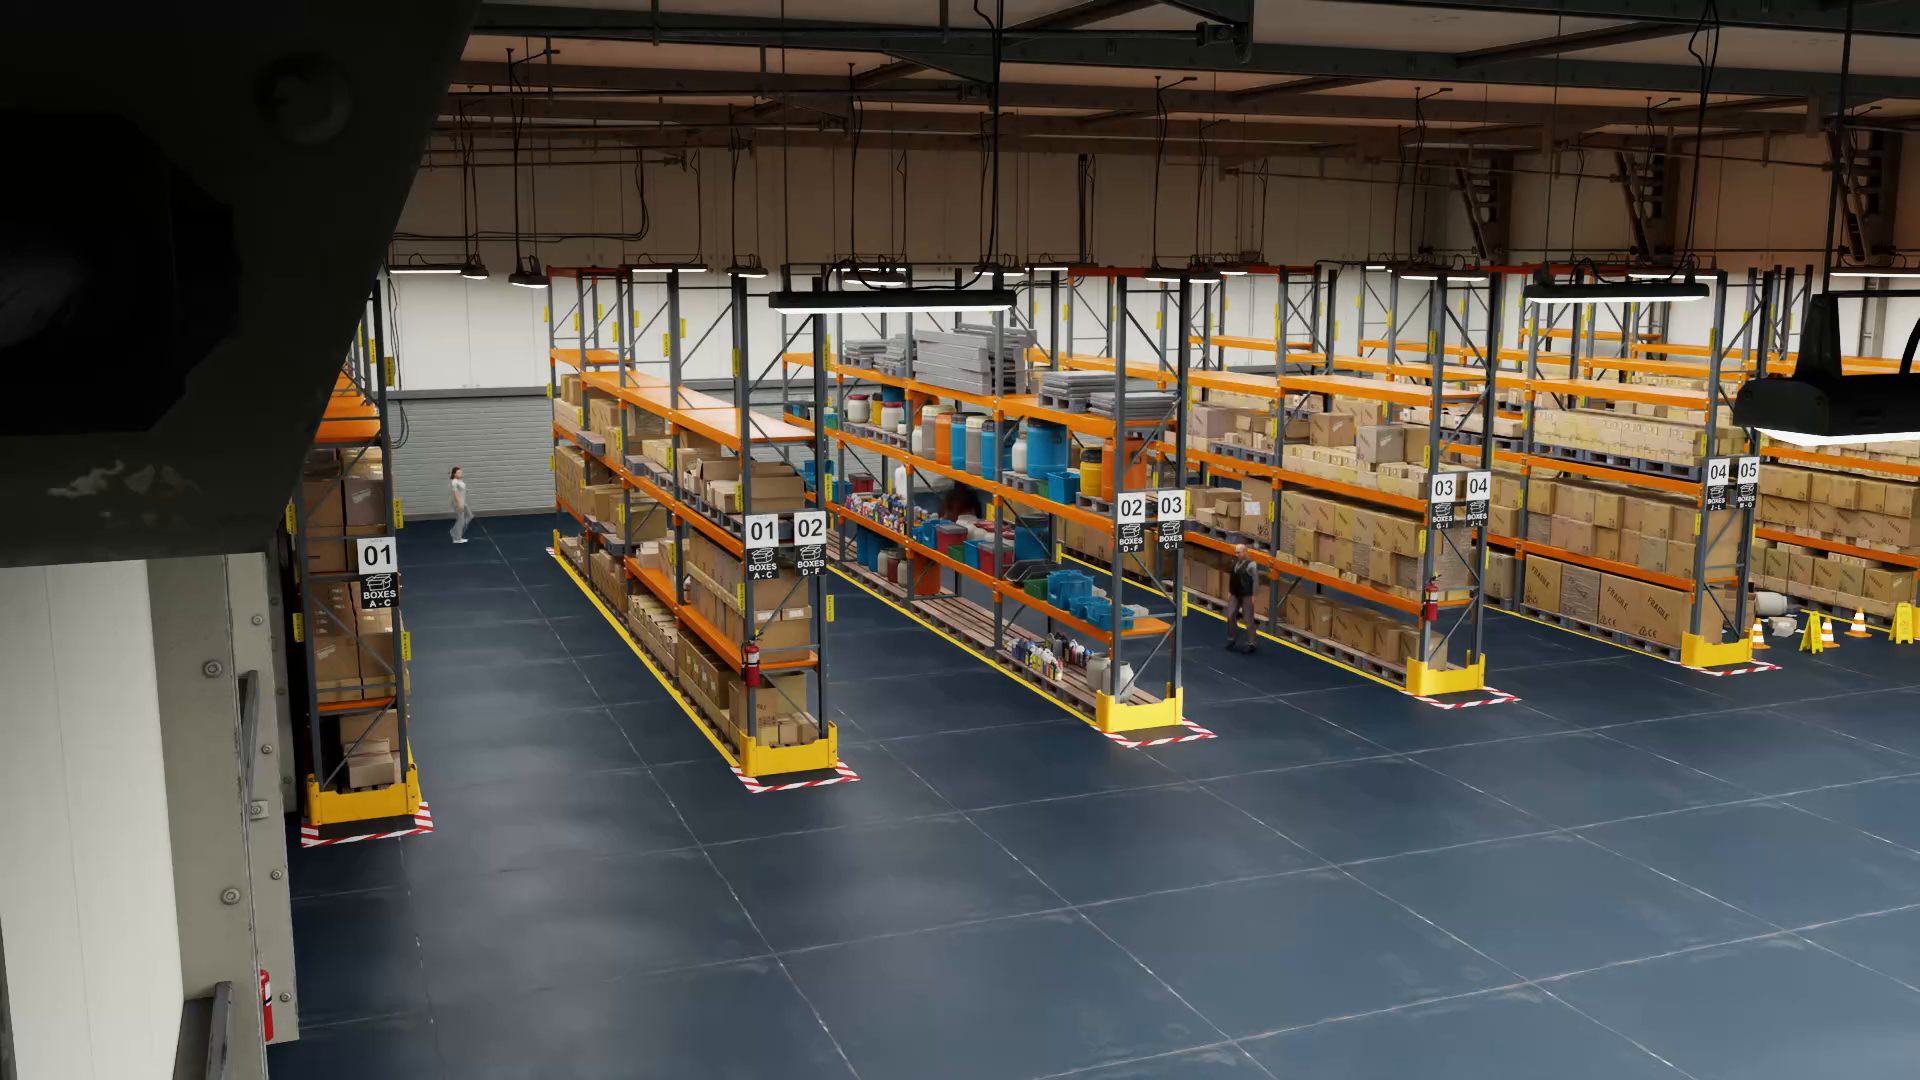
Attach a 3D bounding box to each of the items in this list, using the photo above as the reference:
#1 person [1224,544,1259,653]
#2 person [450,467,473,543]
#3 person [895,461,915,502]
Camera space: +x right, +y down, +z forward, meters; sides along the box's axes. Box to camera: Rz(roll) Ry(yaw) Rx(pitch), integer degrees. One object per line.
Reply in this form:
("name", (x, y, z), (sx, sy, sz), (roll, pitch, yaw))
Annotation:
("person", (4.479, 0.910, 26.506), (0.412, 1.708, 0.591), (-7, 12, -36))
("person", (-10.830, -0.765, 36.118), (0.446, 1.667, 0.497), (-2, 10, -12))
("person", (-1.235, -0.996, 37.171), (0.433, 1.791, 0.603), (6, 11, 30))
